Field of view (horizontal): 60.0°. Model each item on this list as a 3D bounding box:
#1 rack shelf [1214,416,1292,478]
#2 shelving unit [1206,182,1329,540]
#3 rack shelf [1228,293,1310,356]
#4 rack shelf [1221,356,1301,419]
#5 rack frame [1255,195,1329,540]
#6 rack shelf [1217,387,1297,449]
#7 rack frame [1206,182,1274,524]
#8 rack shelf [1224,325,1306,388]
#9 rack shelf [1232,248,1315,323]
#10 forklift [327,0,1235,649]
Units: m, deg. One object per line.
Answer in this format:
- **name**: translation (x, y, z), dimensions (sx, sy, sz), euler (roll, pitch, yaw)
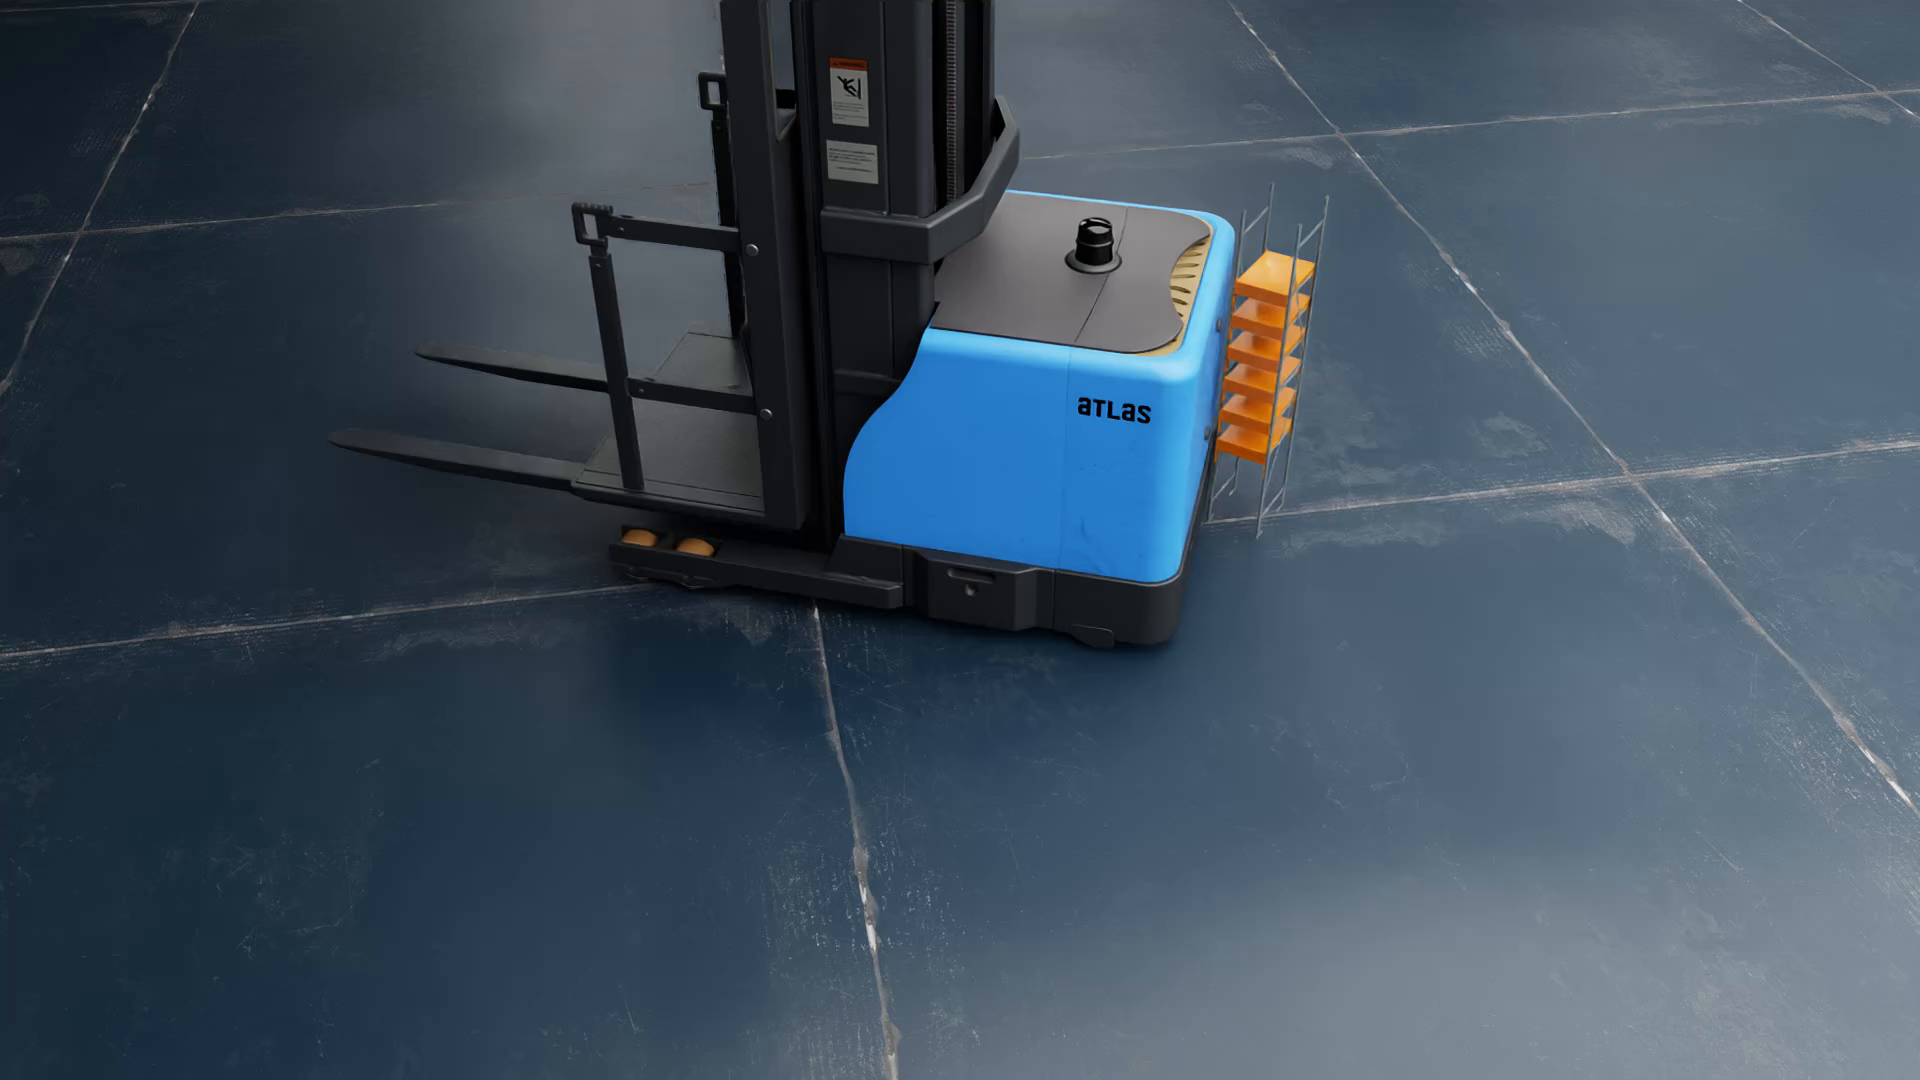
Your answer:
- **rack shelf**: translation (1.005, -0.341, 5.674), dimensions (0.180, 0.103, 0.258), euler (21, 42, 24)
- **shelving unit**: translation (1.005, -0.565, 5.499), dimensions (0.189, 1.200, 0.258), euler (21, 42, 24)
- **rack shelf**: translation (1.005, -0.720, 5.379), dimensions (0.180, 0.103, 0.258), euler (21, 42, 24)
- **rack shelf**: translation (1.005, -0.530, 5.527), dimensions (0.180, 0.103, 0.258), euler (21, 42, 24)
- **rack frame**: translation (1.084, -0.536, 5.462), dimensions (0.006, 1.200, 0.240), euler (21, 42, 24)
- **rack shelf**: translation (1.005, -0.435, 5.600), dimensions (0.180, 0.103, 0.258), euler (21, 42, 24)
- **rack frame**: translation (0.927, -0.594, 5.537), dimensions (0.006, 1.200, 0.240), euler (21, 42, 24)
- **rack shelf**: translation (1.005, -0.625, 5.453), dimensions (0.180, 0.103, 0.258), euler (21, 42, 24)
- **rack shelf**: translation (1.005, -0.814, 5.306), dimensions (0.180, 0.103, 0.258), euler (21, 42, 24)
- **forklift**: translation (-0.677, -1.300, 5.034), dimensions (3.031, 2.935, 1.130), euler (9, 39, 11)
